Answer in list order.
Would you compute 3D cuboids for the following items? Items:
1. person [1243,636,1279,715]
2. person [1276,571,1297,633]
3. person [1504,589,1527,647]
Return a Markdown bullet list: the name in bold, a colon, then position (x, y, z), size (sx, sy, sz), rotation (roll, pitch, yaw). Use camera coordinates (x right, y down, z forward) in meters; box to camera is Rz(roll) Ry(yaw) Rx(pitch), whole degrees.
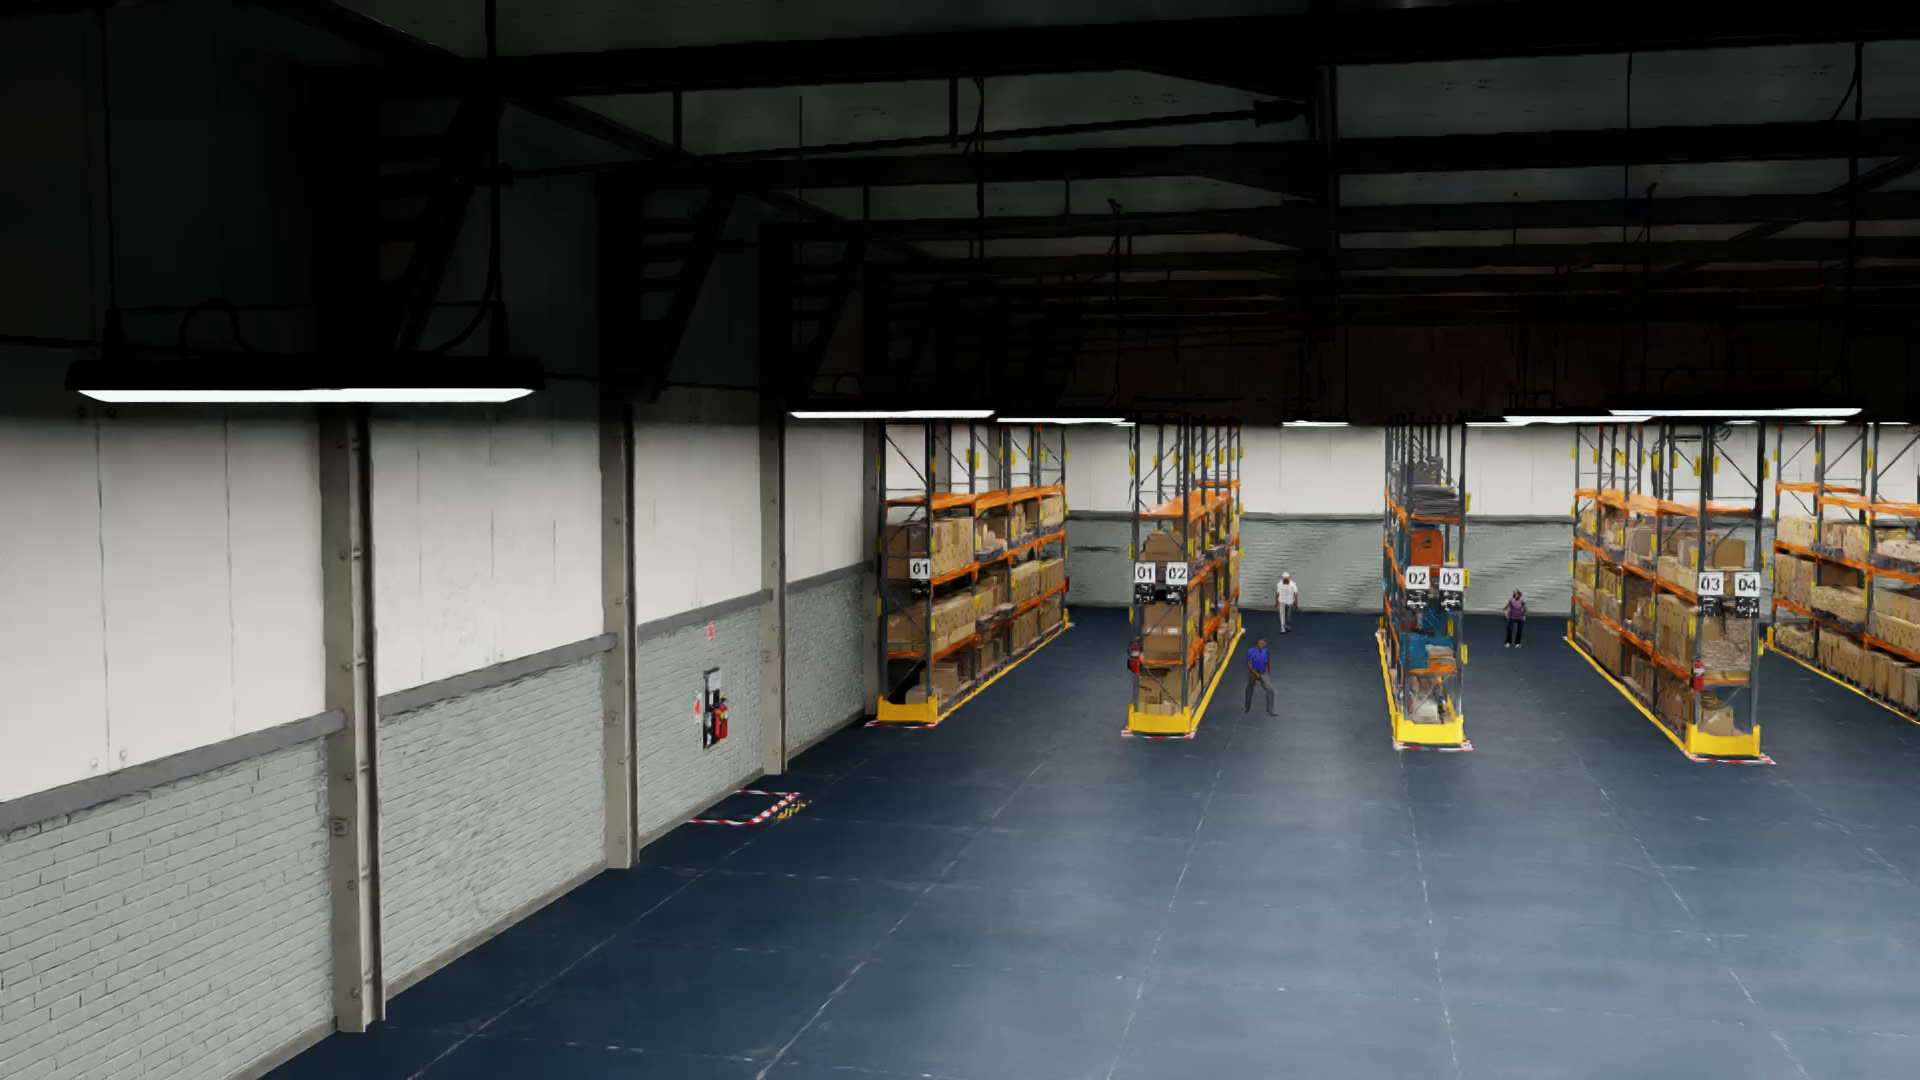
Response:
- **person**: position (5.953, 2.684, 33.071), size (0.616, 1.602, 0.761), rotation (-1, 4, -8)
- **person**: position (9.124, 1.727, 46.451), size (0.591, 1.716, 1.028), rotation (1, 4, 12)
- **person**: position (14.462, 2.031, 43.312), size (0.566, 1.541, 0.519), rotation (1, 4, 10)
